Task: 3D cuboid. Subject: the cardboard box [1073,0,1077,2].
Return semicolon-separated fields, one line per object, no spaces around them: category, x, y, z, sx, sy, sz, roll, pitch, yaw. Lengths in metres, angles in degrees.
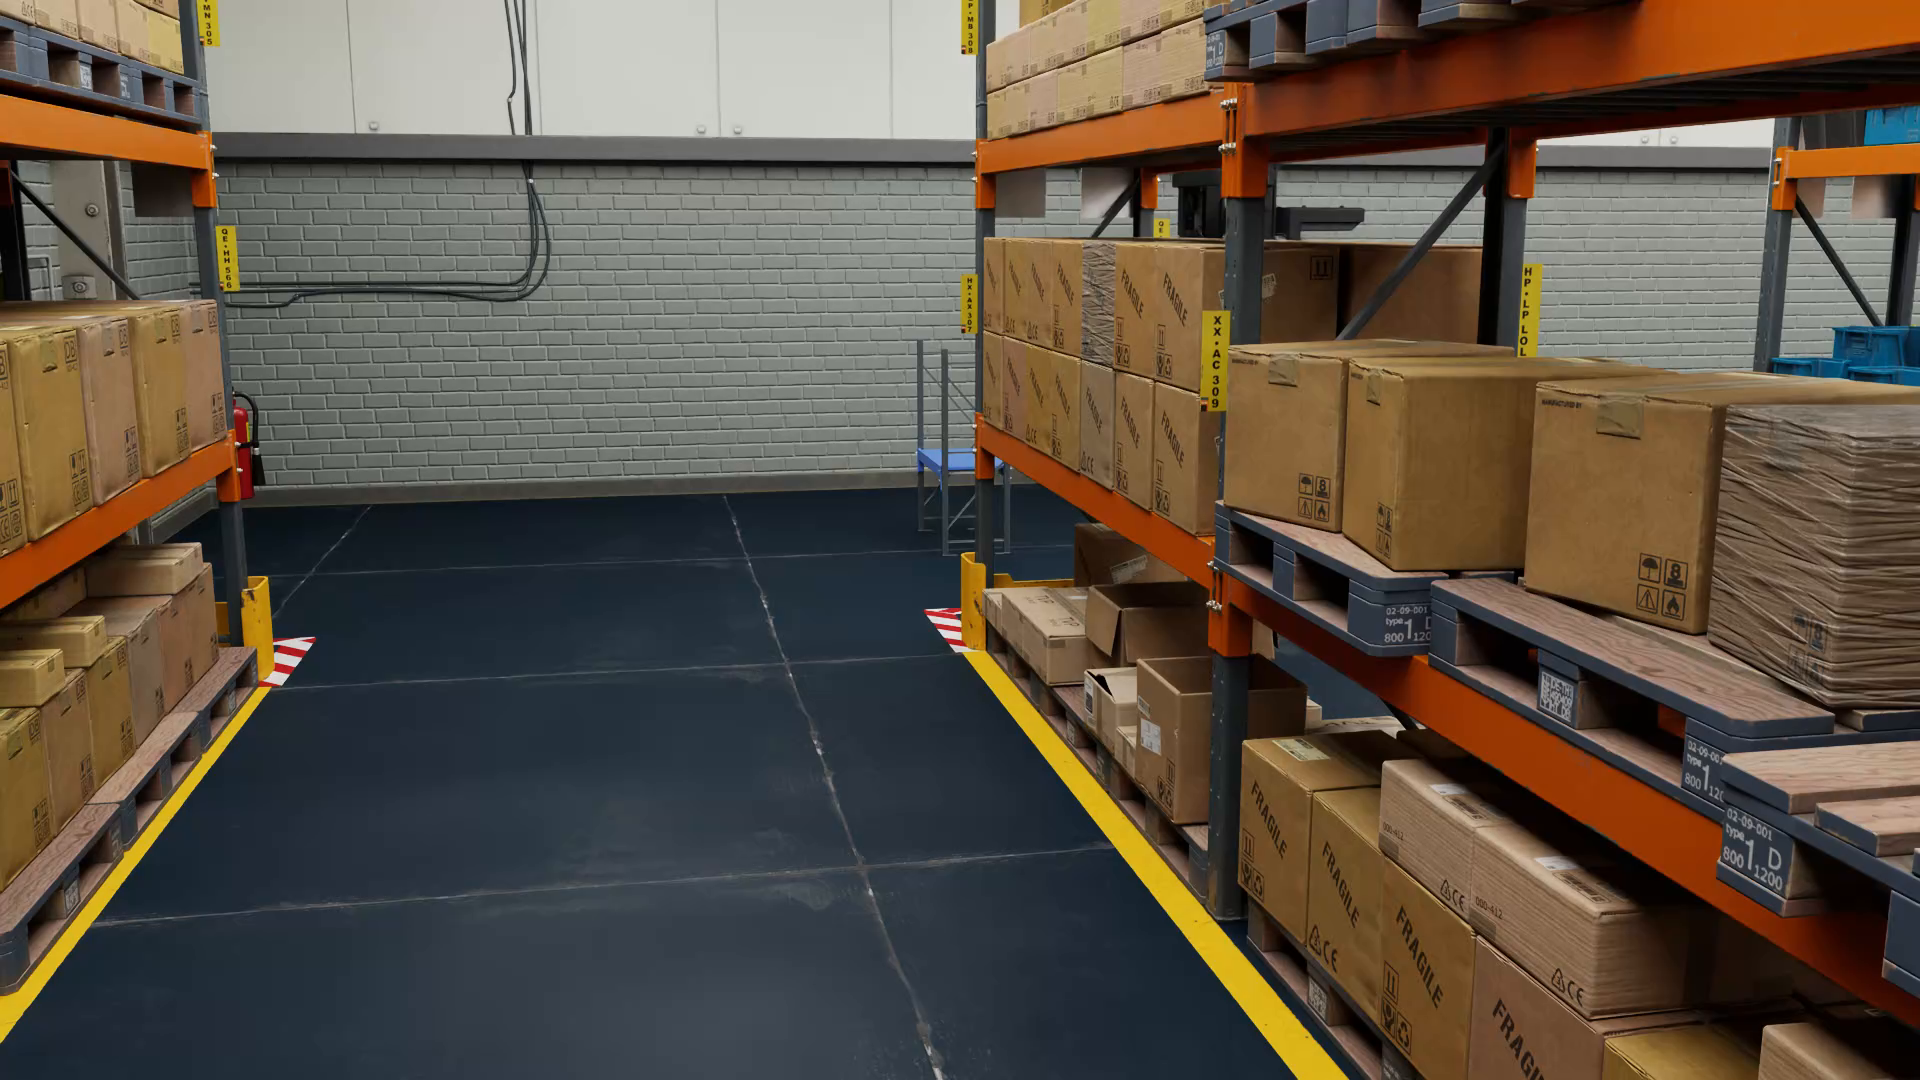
cardboard box;0.920;-2.650;7.631;0.700;0.500;0.500;-2;11;-11

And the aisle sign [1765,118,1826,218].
aisle sign;5.142;-2.371;10.178;0.394;0.787;0.004;-2;11;-11

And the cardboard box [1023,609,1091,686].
cardboard box;0.610;0.516;8.140;0.500;0.250;0.500;-2;11;-11

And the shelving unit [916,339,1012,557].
shelving unit;0.017;-0.721;12.474;0.538;1.500;1.048;-2;11;-11

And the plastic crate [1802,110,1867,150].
plastic crate;5.249;-2.420;9.716;0.497;0.269;0.590;-2;11;-11

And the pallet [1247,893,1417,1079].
pallet;1.561;1.339;5.095;1.003;0.211;1.213;-2;11;-11

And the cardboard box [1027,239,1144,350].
cardboard box;0.617;-1.174;7.899;0.500;0.500;0.500;-2;11;-10

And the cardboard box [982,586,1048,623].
cardboard box;0.332;0.362;9.222;0.380;0.149;0.250;-2;11;-11

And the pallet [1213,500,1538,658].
pallet;1.414;0.066;4.838;1.003;0.211;1.213;-2;11;-11

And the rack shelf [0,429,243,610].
rack shelf;-3.882;-0.011;6.656;1.077;0.370;4.000;-2;11;-11

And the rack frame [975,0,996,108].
rack frame;0.588;-3.859;8.905;1.000;3.000;0.127;-2;11;-11

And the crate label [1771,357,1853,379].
crate label;5.172;-0.981;10.118;0.416;0.233;0.303;-2;11;-11

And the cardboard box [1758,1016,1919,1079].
cardboard box;1.717;1.026;2.789;0.500;0.250;0.500;-2;11;-9

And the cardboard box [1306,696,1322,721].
cardboard box;1.318;0.754;7.112;0.380;0.166;0.250;-2;11;-11

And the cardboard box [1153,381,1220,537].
cardboard box;1.017;-0.310;6.035;0.500;0.500;0.500;-2;11;-10

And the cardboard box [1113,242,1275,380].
cardboard box;0.911;-0.896;6.439;0.500;0.500;0.500;-2;11;-12

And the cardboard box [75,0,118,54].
cardboard box;-3.659;-2.071;6.544;0.500;0.250;0.500;-2;11;-13

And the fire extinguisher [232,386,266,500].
fire extinguisher;-3.847;-0.554;8.791;0.296;0.674;0.183;-2;11;-11

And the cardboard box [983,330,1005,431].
cardboard box;0.415;-0.870;8.978;0.500;0.500;0.500;-2;11;-10

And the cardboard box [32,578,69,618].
cardboard box;-4.059;0.266;7.102;0.380;0.149;0.250;-2;11;-10

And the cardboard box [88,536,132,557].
cardboard box;-4.257;0.081;8.076;0.380;0.149;0.250;-2;11;-11

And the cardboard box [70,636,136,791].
cardboard box;-3.730;0.697;6.576;0.700;0.500;0.500;-2;11;-10

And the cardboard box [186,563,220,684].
cardboard box;-4.036;0.415;8.055;0.700;0.500;0.500;-2;11;-11

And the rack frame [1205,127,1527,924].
rack frame;1.366;-0.178;5.611;1.000;3.000;0.127;-2;11;-11

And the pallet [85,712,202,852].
pallet;-3.804;1.006;6.848;1.003;0.211;1.213;-2;11;-11

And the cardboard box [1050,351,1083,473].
cardboard box;0.711;-0.592;7.516;0.500;0.500;0.500;-2;11;-10

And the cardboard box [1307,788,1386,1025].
cardboard box;1.336;1.028;4.779;0.500;0.500;0.500;-2;11;-10

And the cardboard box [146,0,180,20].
cardboard box;-3.861;-2.631;7.477;0.500;0.500;0.500;-2;11;-11

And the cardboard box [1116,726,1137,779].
cardboard box;0.845;0.845;6.681;0.380;0.149;0.250;-2;11;-11

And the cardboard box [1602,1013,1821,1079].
cardboard box;1.631;1.309;3.304;0.500;0.500;0.500;-3;11;-13

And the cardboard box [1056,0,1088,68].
cardboard box;0.720;-2.178;7.161;0.500;0.250;0.500;-2;11;-11

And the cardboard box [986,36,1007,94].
cardboard box;0.432;-2.454;8.608;0.500;0.250;0.500;-2;11;-11

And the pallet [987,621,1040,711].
pallet;0.759;0.618;8.885;1.003;0.211;1.213;-2;11;-11

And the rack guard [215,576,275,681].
rack guard;-4.275;0.492;8.772;1.175;0.500;0.348;-2;11;-11

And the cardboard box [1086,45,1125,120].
cardboard box;0.818;-1.841;6.726;0.500;0.250;0.500;-2;11;-11

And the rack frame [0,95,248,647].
rack frame;-4.271;-0.731;8.516;1.000;3.000;0.127;-2;11;-11

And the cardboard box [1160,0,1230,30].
cardboard box;1.005;-1.903;5.715;0.500;0.250;0.500;-2;11;-11

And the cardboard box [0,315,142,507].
cardboard box;-3.870;-0.512;6.563;0.980;0.700;0.700;-3;11;-14

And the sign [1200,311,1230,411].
sign;0.835;-0.582;5.419;0.100;0.325;0.005;-2;11;-11

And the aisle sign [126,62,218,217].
aisle sign;-3.990;-2.032;8.399;0.394;0.787;0.004;-2;11;-11

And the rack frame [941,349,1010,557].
rack frame;0.115;-0.628;11.984;0.500;1.500;0.032;-2;11;-11

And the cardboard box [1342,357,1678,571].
cardboard box;1.434;-0.215;4.413;0.700;0.500;0.500;0;11;-2

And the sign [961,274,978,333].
sign;0.056;-1.317;9.281;0.100;0.325;0.005;-2;11;-11

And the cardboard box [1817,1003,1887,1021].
cardboard box;2.136;1.285;3.430;0.500;0.500;0.500;-2;11;-12

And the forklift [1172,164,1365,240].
forklift;2.591;-1.686;13.714;3.031;2.935;1.130;-6;12;-27

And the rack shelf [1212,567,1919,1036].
rack shelf;1.755;0.542;3.751;1.077;0.370;4.000;-2;11;-11

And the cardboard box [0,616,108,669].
cardboard box;-3.527;0.399;6.403;0.380;0.149;0.250;-2;11;-13

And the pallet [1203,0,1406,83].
pallet;1.424;-1.437;4.706;1.213;0.211;1.003;-2;11;-11

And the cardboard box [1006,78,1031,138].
cardboard box;0.523;-2.116;8.171;0.500;0.250;0.500;-2;11;-11
